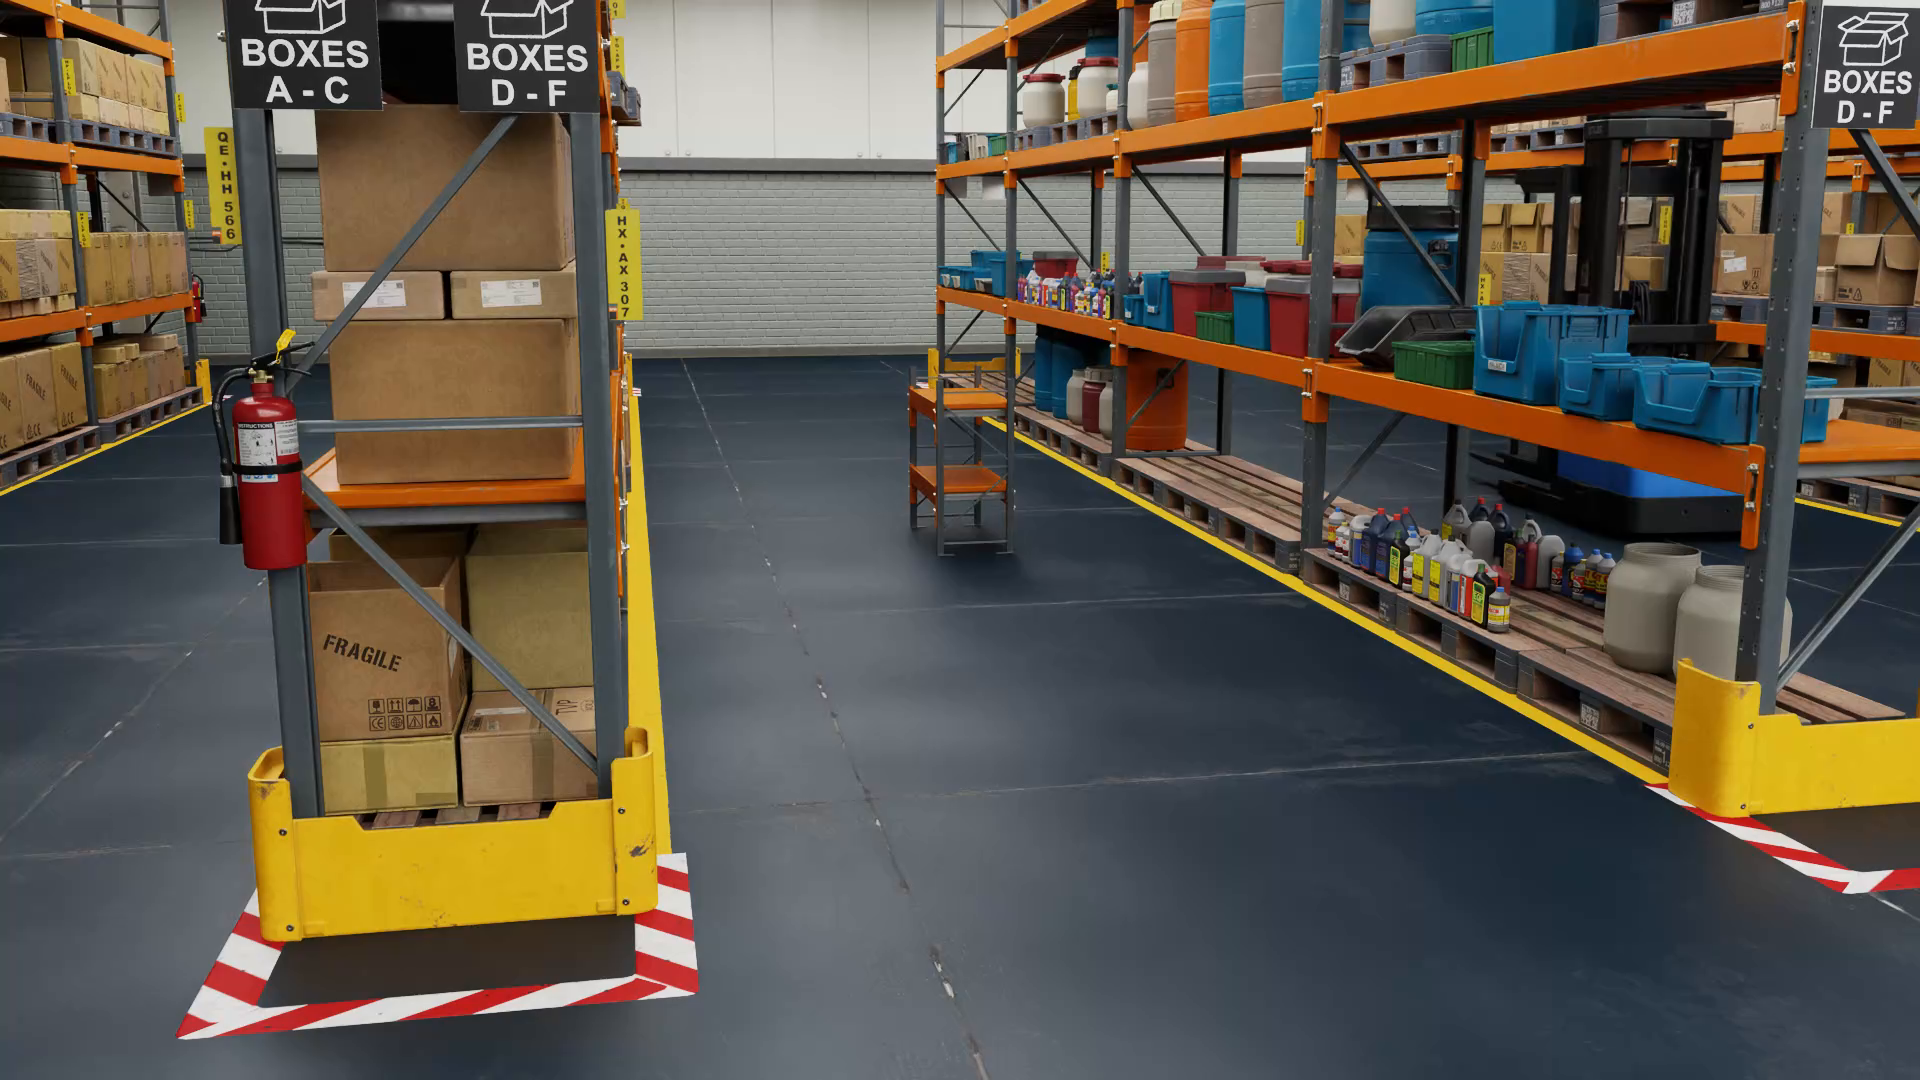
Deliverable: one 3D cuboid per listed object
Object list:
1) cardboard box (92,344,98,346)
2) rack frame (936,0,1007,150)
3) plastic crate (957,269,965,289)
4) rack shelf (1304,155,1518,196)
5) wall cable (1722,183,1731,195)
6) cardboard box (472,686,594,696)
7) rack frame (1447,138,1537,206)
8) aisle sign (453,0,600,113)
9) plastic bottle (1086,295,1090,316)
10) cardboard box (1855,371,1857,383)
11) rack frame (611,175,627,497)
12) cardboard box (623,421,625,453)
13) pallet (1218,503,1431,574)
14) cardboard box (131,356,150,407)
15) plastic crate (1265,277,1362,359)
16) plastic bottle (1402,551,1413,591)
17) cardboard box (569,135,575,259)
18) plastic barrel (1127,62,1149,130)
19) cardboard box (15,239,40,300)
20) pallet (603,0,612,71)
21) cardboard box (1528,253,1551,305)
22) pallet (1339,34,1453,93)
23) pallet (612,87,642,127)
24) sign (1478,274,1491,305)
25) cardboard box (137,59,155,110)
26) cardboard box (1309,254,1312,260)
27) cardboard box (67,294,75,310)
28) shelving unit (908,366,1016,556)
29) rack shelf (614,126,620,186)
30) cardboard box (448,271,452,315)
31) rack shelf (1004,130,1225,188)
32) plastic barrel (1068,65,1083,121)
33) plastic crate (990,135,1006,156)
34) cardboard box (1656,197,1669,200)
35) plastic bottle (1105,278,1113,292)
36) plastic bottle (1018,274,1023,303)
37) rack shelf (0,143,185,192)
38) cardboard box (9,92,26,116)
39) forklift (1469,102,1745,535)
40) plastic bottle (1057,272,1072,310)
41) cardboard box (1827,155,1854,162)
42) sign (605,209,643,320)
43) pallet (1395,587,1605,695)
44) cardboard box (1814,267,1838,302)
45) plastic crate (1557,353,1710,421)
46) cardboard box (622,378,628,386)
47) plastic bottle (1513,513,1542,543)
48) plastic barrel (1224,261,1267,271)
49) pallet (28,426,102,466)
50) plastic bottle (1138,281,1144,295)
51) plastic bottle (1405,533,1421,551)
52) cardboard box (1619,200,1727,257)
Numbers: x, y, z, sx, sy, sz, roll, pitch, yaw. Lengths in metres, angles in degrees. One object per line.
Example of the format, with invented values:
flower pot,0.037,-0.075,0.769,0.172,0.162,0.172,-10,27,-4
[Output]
cardboard box,-9.154,-1.952,17.257,0.380,0.149,0.250,-2,11,-10
rack frame,0.202,-6.398,20.742,1.000,3.000,0.127,-2,11,-11
plastic crate,0.183,-3.099,19.743,0.416,0.233,0.300,-2,11,-11
rack shelf,5.449,-4.384,20.109,1.077,0.370,4.000,-2,11,-11
wall cable,13.661,-5.539,29.474,0.585,1.953,0.123,-2,11,-11
cardboard box,-1.533,0.610,6.201,0.500,0.250,0.500,-2,11,-11
rack frame,5.838,-2.897,18.395,1.000,3.000,0.127,-2,11,-11
aisle sign,-1.233,-1.613,4.694,0.394,0.787,0.004,-2,11,-11
plastic bottle,1.154,-2.062,14.539,0.097,0.201,0.097,0,11,0
cardboard box,10.916,-1.992,20.141,0.380,0.149,0.250,-2,11,-9
rack frame,-3.102,-1.804,12.651,1.000,3.000,0.127,-2,11,-11
cardboard box,-2.651,-0.753,11.859,0.500,0.311,0.500,-2,11,-12
pallet,2.345,-0.022,10.750,1.003,0.211,1.213,-2,11,-11
cardboard box,-8.975,-1.662,17.470,0.700,0.500,0.500,-2,11,-10
plastic crate,2.141,-1.359,10.142,0.402,0.464,0.583,-2,11,-11
plastic bottle,2.354,0.159,8.644,0.097,0.201,0.097,0,11,0
cardboard box,-1.938,-1.399,6.789,0.700,0.500,0.500,-2,11,-11
plastic barrel,1.518,-3.444,12.945,0.421,0.512,0.421,0,11,0
cardboard box,-8.203,-2.301,14.144,0.500,0.500,0.500,-2,11,-11
pallet,-2.133,-2.345,7.708,1.003,0.211,1.213,-2,11,-11
cardboard box,5.984,-2.574,16.431,0.500,0.500,0.500,-2,11,-10
pallet,2.772,-2.502,8.800,1.213,0.211,1.003,-2,11,-11
pallet,-2.882,-3.063,11.752,1.213,0.211,1.003,-2,11,-8
sign,3.077,-1.404,9.808,0.100,0.325,0.005,-2,11,-11
cardboard box,-9.020,-4.897,17.887,0.500,0.500,0.500,-2,11,-9
cardboard box,4.889,-3.605,21.721,0.500,0.250,0.500,-2,11,-13
cardboard box,-8.395,-2.191,15.305,0.380,0.149,0.250,-2,11,-10
shelving unit,-0.001,-0.554,11.098,0.538,1.125,1.048,-2,11,-11
rack shelf,-3.491,-3.291,14.365,1.077,0.370,4.000,-2,11,-11
cardboard box,-1.859,-0.815,5.456,0.380,0.149,0.250,-2,11,-10
rack shelf,1.369,-3.470,15.308,1.077,0.370,4.000,-2,11,-11
plastic barrel,1.356,-4.329,16.270,0.600,0.588,0.600,0,11,0
plastic crate,0.601,-4.153,17.538,0.450,0.188,0.662,-2,11,-11
cardboard box,9.772,-4.387,22.485,0.500,0.500,0.500,-2,11,-11
plastic bottle,1.450,-2.401,16.133,0.097,0.271,0.097,0,11,0
plastic bottle,0.633,-2.577,17.024,0.061,0.283,0.133,-2,11,-11
rack shelf,-9.127,-3.844,17.270,1.077,0.370,4.000,-2,11,-11
cardboard box,-9.101,-4.129,15.855,0.500,0.250,0.500,-2,11,-10
forklift,4.755,-1.701,12.297,1.130,2.935,3.031,-1,11,-8
plastic bottle,0.986,-2.316,15.476,0.144,0.351,0.185,-2,11,-11
cardboard box,10.363,-4.539,19.400,0.500,0.250,0.500,-2,11,-10
sign,-1.000,-0.820,4.954,0.100,0.325,0.005,-2,11,-11
pallet,2.866,0.469,8.167,1.003,0.211,1.213,-2,11,-11
cardboard box,6.716,-1.980,12.856,0.500,0.250,0.500,-2,11,-13
plastic crate,2.802,-0.643,6.951,0.499,0.251,0.408,-2,11,-11
cardboard box,-3.217,-1.169,14.827,0.500,0.500,0.500,-3,11,-13
plastic bottle,3.044,0.038,8.884,0.144,0.351,0.185,-2,11,-11
plastic barrel,2.167,-1.857,12.633,0.421,0.512,0.421,0,11,0
pallet,-8.514,-0.848,15.087,1.003,0.211,1.213,-2,11,-11
plastic bottle,1.721,-2.268,15.421,0.152,0.276,0.135,-2,11,-11
plastic bottle,2.388,0.098,8.780,0.097,0.271,0.097,0,11,0
cardboard box,6.490,-2.840,15.145,0.797,0.503,0.637,-2,11,-9
